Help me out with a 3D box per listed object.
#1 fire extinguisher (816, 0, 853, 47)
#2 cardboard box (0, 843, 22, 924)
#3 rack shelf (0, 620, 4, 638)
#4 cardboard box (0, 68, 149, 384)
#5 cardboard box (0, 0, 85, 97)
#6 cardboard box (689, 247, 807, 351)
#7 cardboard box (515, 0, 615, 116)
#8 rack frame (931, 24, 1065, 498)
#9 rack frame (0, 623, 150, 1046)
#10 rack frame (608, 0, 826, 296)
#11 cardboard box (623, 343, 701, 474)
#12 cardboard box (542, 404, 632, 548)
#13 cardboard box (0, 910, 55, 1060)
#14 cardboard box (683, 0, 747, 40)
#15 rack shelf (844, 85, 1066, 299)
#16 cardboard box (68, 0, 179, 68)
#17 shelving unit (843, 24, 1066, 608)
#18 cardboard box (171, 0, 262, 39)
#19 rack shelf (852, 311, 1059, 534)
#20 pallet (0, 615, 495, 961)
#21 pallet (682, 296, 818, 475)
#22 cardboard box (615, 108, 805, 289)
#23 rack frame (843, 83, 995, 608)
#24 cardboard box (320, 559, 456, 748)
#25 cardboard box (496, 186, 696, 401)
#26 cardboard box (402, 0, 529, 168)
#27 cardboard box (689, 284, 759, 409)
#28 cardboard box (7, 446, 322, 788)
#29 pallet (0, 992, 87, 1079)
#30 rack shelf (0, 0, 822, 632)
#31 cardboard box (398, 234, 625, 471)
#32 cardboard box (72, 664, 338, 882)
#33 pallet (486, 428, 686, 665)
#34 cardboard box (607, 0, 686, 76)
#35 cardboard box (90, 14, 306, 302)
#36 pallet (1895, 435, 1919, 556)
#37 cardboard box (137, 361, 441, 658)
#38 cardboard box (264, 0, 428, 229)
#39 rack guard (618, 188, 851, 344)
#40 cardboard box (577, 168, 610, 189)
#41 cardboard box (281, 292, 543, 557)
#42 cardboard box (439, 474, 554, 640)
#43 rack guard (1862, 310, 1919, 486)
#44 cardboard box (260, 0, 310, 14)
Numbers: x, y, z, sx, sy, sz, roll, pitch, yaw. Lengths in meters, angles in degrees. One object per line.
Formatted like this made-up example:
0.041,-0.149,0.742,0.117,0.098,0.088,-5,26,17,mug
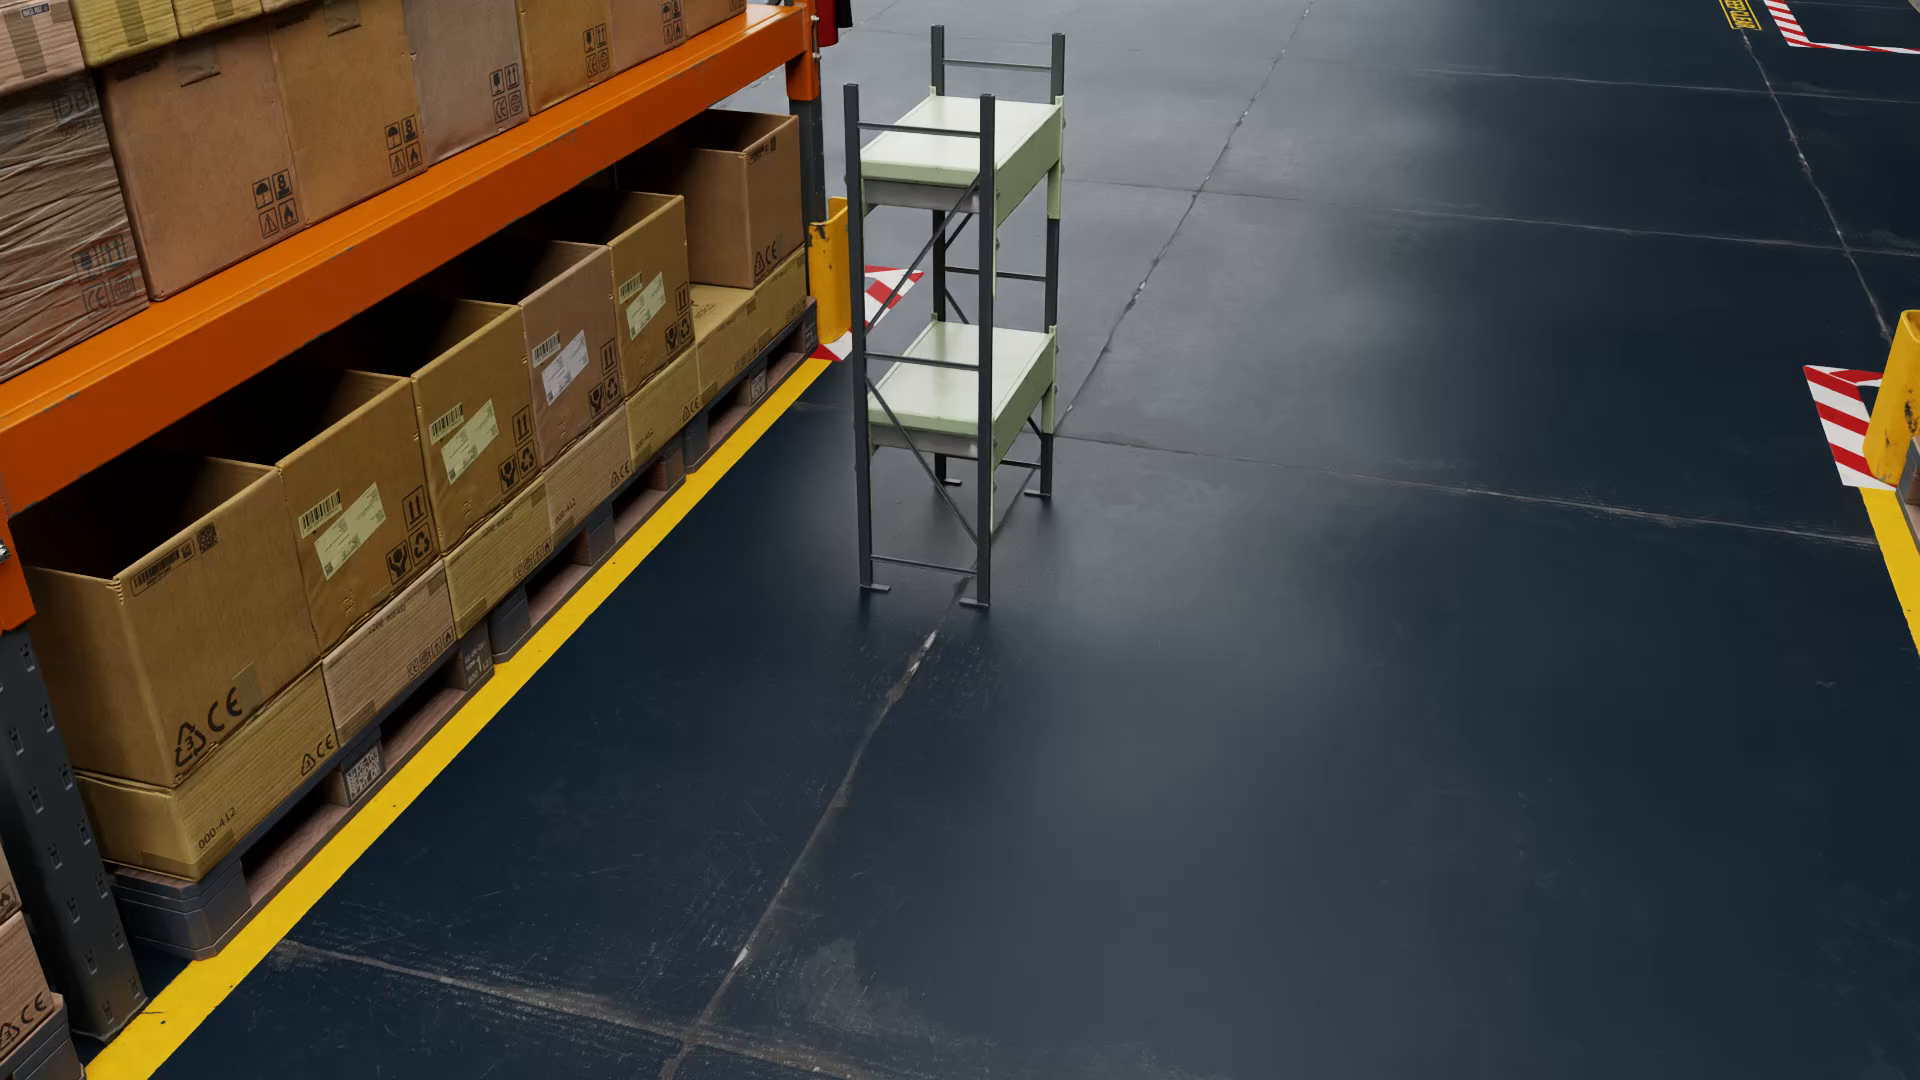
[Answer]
-0.547,-2.192,6.185,0.296,0.674,0.183,8,30,15,fire extinguisher
-2.045,0.623,2.863,0.500,0.311,0.500,8,30,15,cardboard box
-2.787,0.865,1.349,1.077,0.370,4.000,8,30,15,rack shelf
-2.076,-0.630,3.193,0.700,0.500,0.500,8,30,14,cardboard box
-1.863,-0.920,3.048,0.380,0.149,0.250,9,30,16,cardboard box
-0.901,-0.928,6.229,0.500,0.250,0.500,8,30,15,cardboard box
-1.476,-1.592,4.923,0.700,0.500,0.500,9,30,15,cardboard box
0.109,-0.829,5.197,0.400,1.500,0.023,8,30,15,rack frame
-2.200,-0.379,2.845,1.000,3.000,0.127,8,30,15,rack frame
-1.026,-2.238,6.187,1.000,3.000,0.127,8,30,15,rack frame
-1.181,-0.461,5.390,0.500,0.250,0.500,8,30,15,cardboard box
-1.330,-0.229,4.973,0.500,0.250,0.500,8,30,15,cardboard box
-2.045,0.873,2.991,0.500,0.250,0.500,8,30,14,cardboard box
-1.175,-2.066,5.776,0.700,0.500,0.500,9,30,15,cardboard box
0.002,-1.000,4.701,0.431,0.370,0.720,8,30,15,rack shelf
-1.788,-1.040,3.264,0.380,0.149,0.250,8,30,14,cardboard box
0.002,-0.659,4.891,0.431,1.500,0.755,8,30,15,shelving unit
-1.713,-1.162,3.483,0.380,0.149,0.250,8,30,14,cardboard box
0.002,-0.374,5.049,0.431,0.370,0.720,8,30,15,rack shelf
-1.927,0.476,4.177,1.003,0.211,1.213,8,30,15,pallet
-1.210,-0.658,6.215,1.003,0.211,1.213,8,30,15,pallet
-0.899,-1.256,6.047,0.500,0.500,0.500,8,30,15,cardboard box
-0.105,-0.488,4.585,0.400,1.500,0.023,8,30,15,rack frame
-1.623,0.235,4.138,0.500,0.250,0.500,8,30,15,cardboard box
-1.178,-0.789,5.207,0.500,0.500,0.500,8,30,15,cardboard box
-1.627,-1.346,4.482,0.700,0.500,0.500,9,30,16,cardboard box
-1.036,-0.694,5.809,0.500,0.250,0.500,8,30,15,cardboard box
-1.765,0.141,3.536,0.500,0.500,0.500,8,30,15,cardboard box
-2.379,1.188,2.898,1.003,0.211,1.213,8,30,15,pallet
-1.613,-0.994,4.691,1.077,0.370,4.000,8,30,15,rack shelf
-1.326,-0.557,4.790,0.500,0.500,0.500,8,30,15,cardboard box
-1.774,0.467,3.721,0.500,0.250,0.500,8,30,15,cardboard box
-1.570,-0.093,5.199,1.003,0.211,1.213,8,30,15,pallet
-1.325,-1.821,5.336,0.700,0.500,0.500,9,30,16,cardboard box
-1.927,-0.876,3.636,0.700,0.500,0.500,8,30,14,cardboard box
3.416,0.094,4.864,1.003,0.211,1.213,8,30,15,pallet
-1.625,-0.093,3.956,0.500,0.500,0.500,8,30,15,cardboard box
-1.776,-1.108,4.054,0.700,0.500,0.500,9,30,16,cardboard box
-1.019,-1.156,6.815,1.175,0.500,0.348,8,30,15,rack guard
-1.541,-1.097,5.762,0.500,0.500,0.500,8,30,15,cardboard box
-1.471,-0.324,4.372,0.500,0.500,0.500,8,30,15,cardboard box
-1.471,0.004,4.554,0.500,0.250,0.500,8,30,15,cardboard box
3.688,-0.405,5.463,1.175,0.500,0.348,8,30,15,rack guard
-1.637,-1.278,3.692,0.380,0.149,0.250,7,30,13,cardboard box
